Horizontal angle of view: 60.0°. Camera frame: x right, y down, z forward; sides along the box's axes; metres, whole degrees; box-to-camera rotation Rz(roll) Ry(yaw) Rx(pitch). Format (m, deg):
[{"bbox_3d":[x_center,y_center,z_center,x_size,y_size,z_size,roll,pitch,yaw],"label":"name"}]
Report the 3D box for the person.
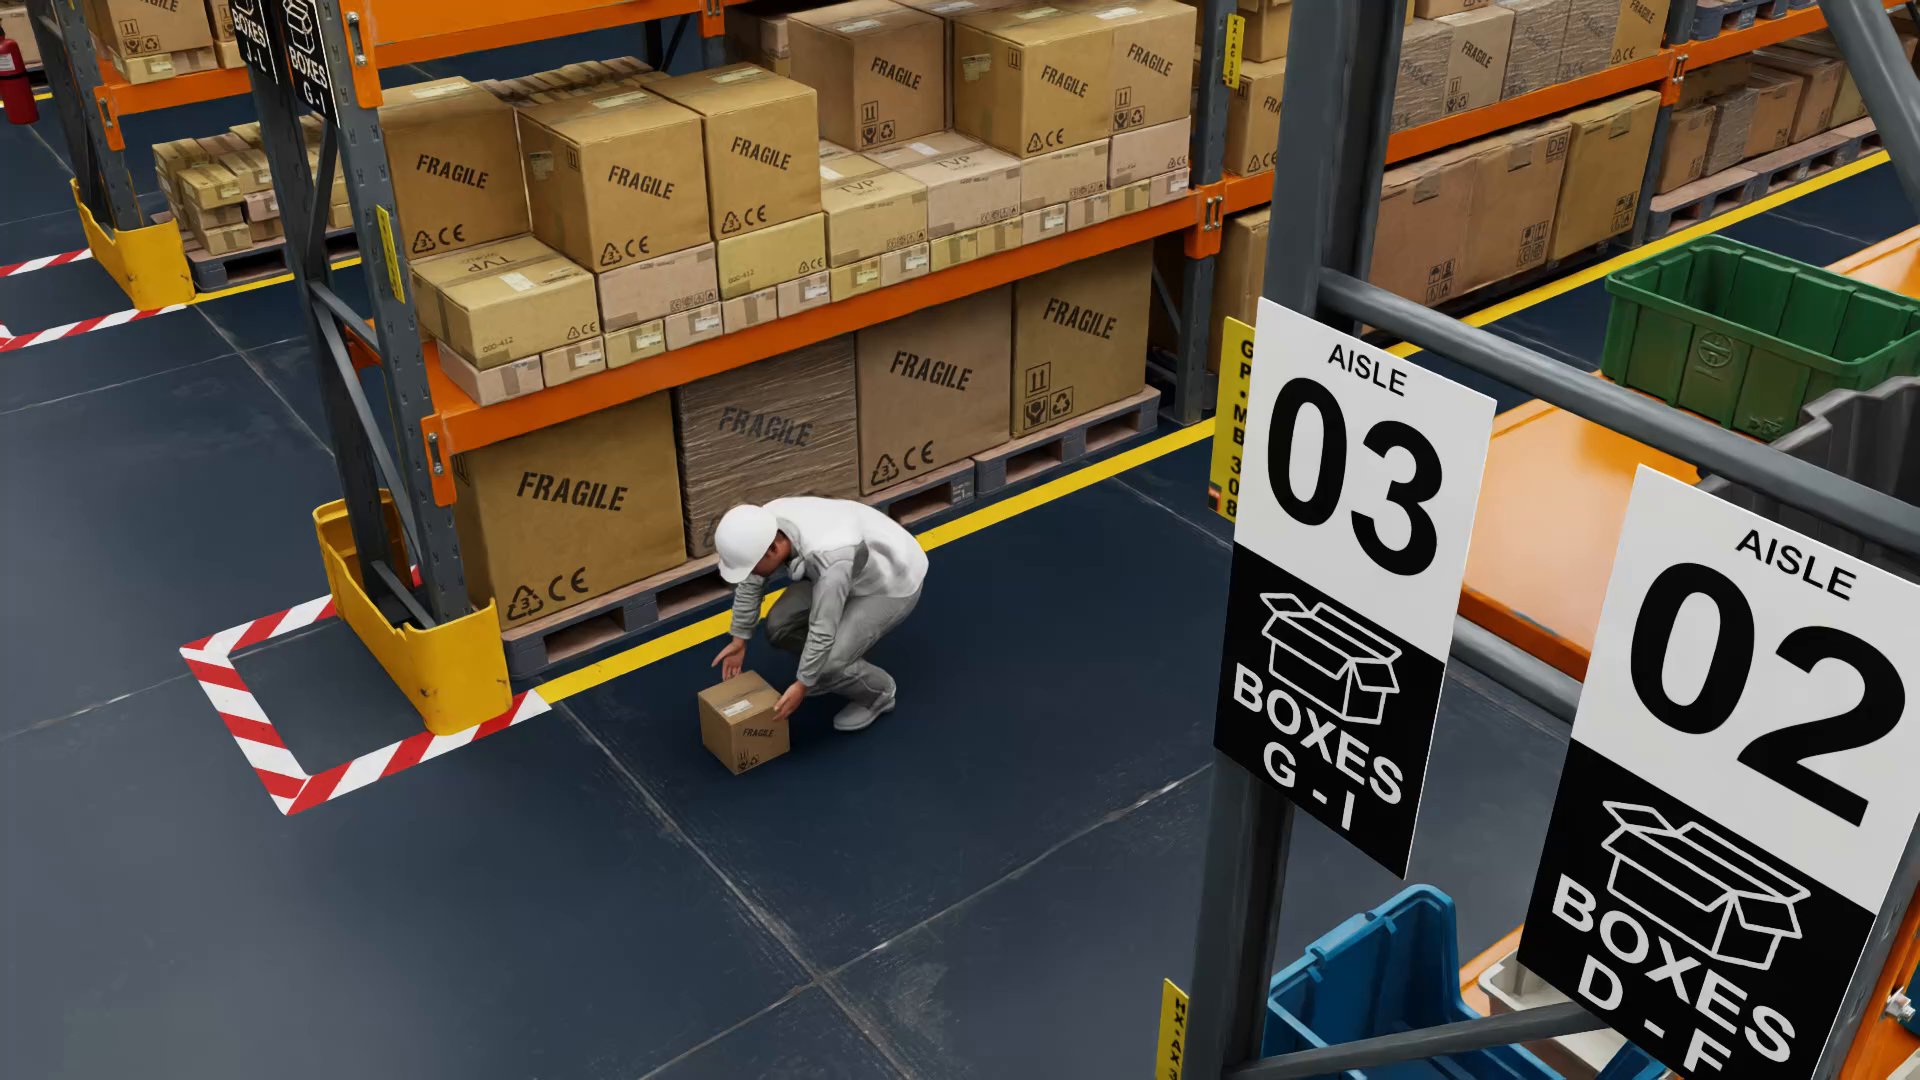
[{"bbox_3d":[-0.601,0.365,6.421,1.005,0.860,0.516,-24,39,-33],"label":"person"}]
